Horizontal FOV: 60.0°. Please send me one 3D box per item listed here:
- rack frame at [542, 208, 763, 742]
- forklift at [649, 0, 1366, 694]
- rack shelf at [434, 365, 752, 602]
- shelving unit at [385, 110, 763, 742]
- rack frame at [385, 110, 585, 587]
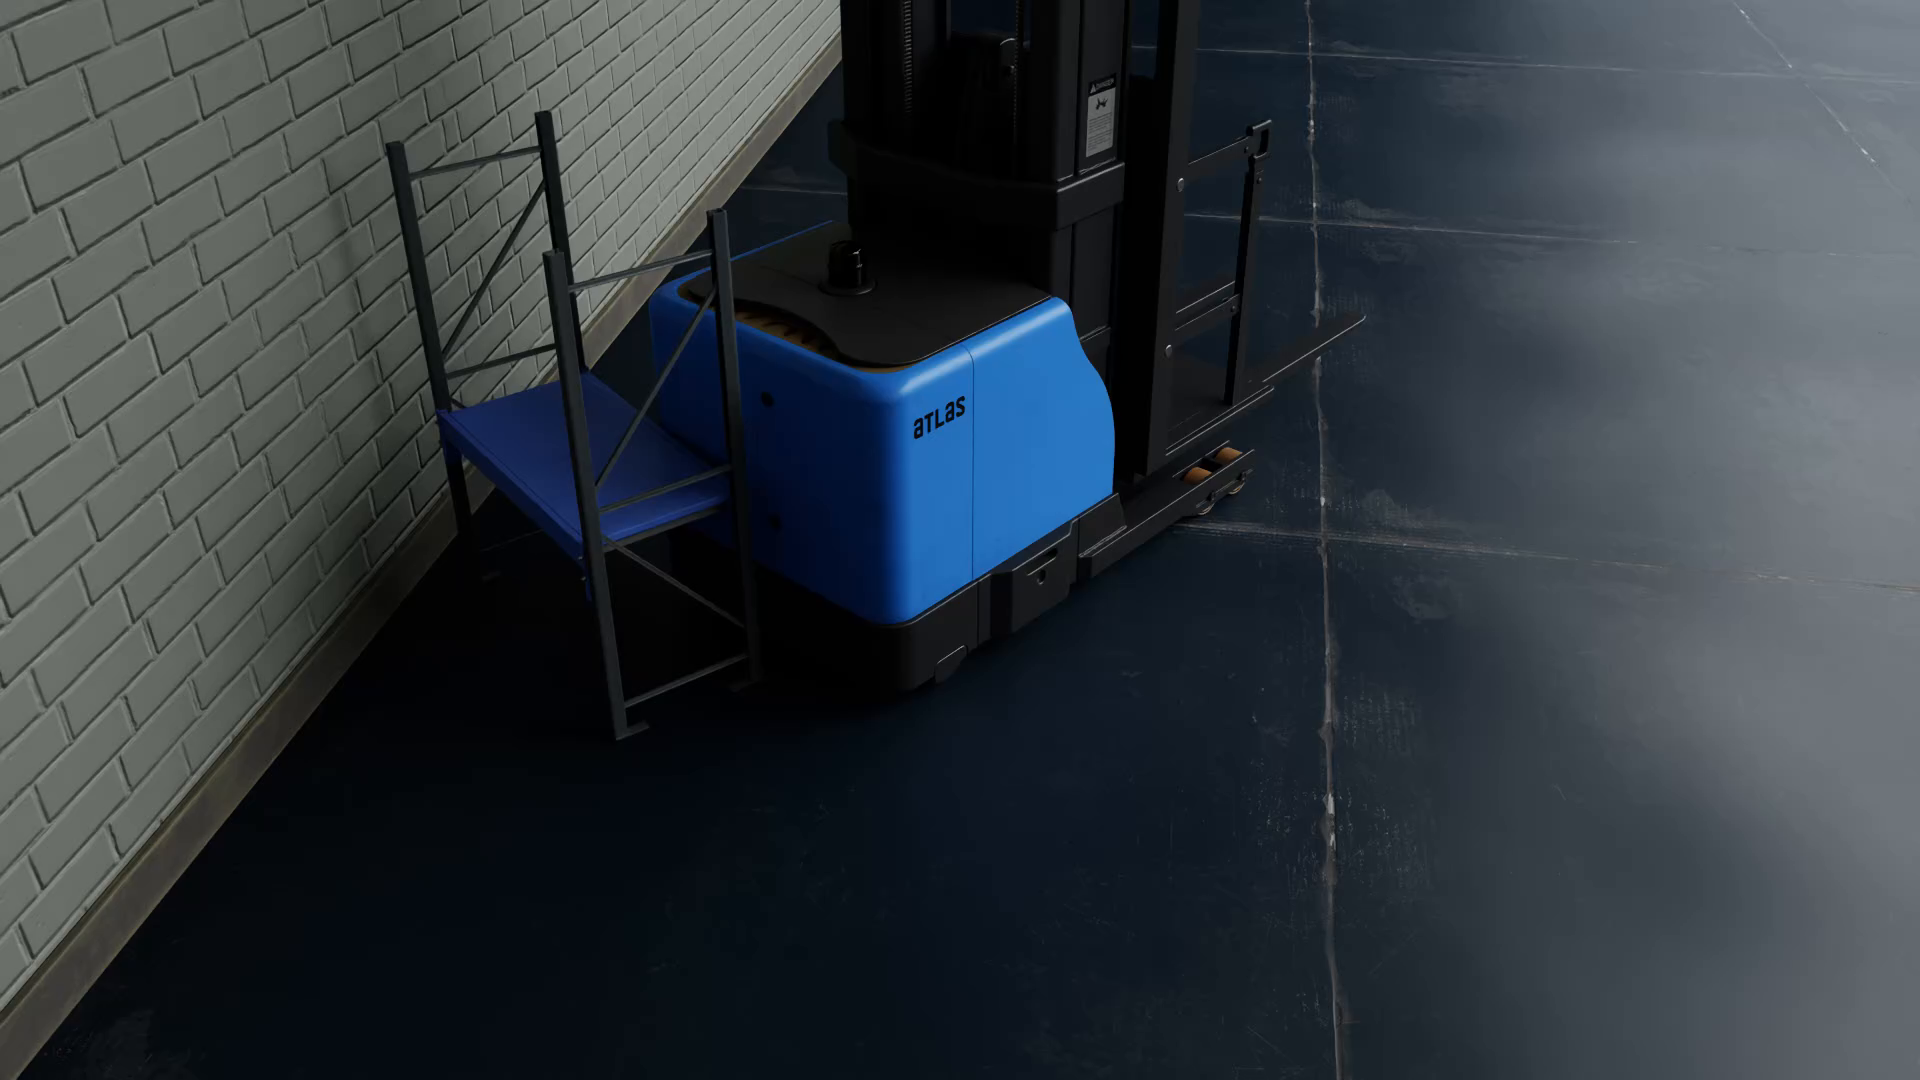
[{"bbox_3d":[-0.808,-0.137,4.555,0.500,1.500,0.032,-22,38,-31],"label":"rack frame"},{"bbox_3d":[0.412,-1.490,5.368,1.130,2.935,3.031,25,40,34],"label":"forklift"},{"bbox_3d":[-1.117,-0.198,4.992,0.538,0.185,1.000,-22,38,-31],"label":"rack shelf"},{"bbox_3d":[-1.117,-0.351,4.897,0.538,1.500,1.048,-22,38,-31],"label":"shelving unit"},{"bbox_3d":[-1.425,-0.565,5.239,0.500,1.500,0.032,-22,38,-31],"label":"rack frame"}]
